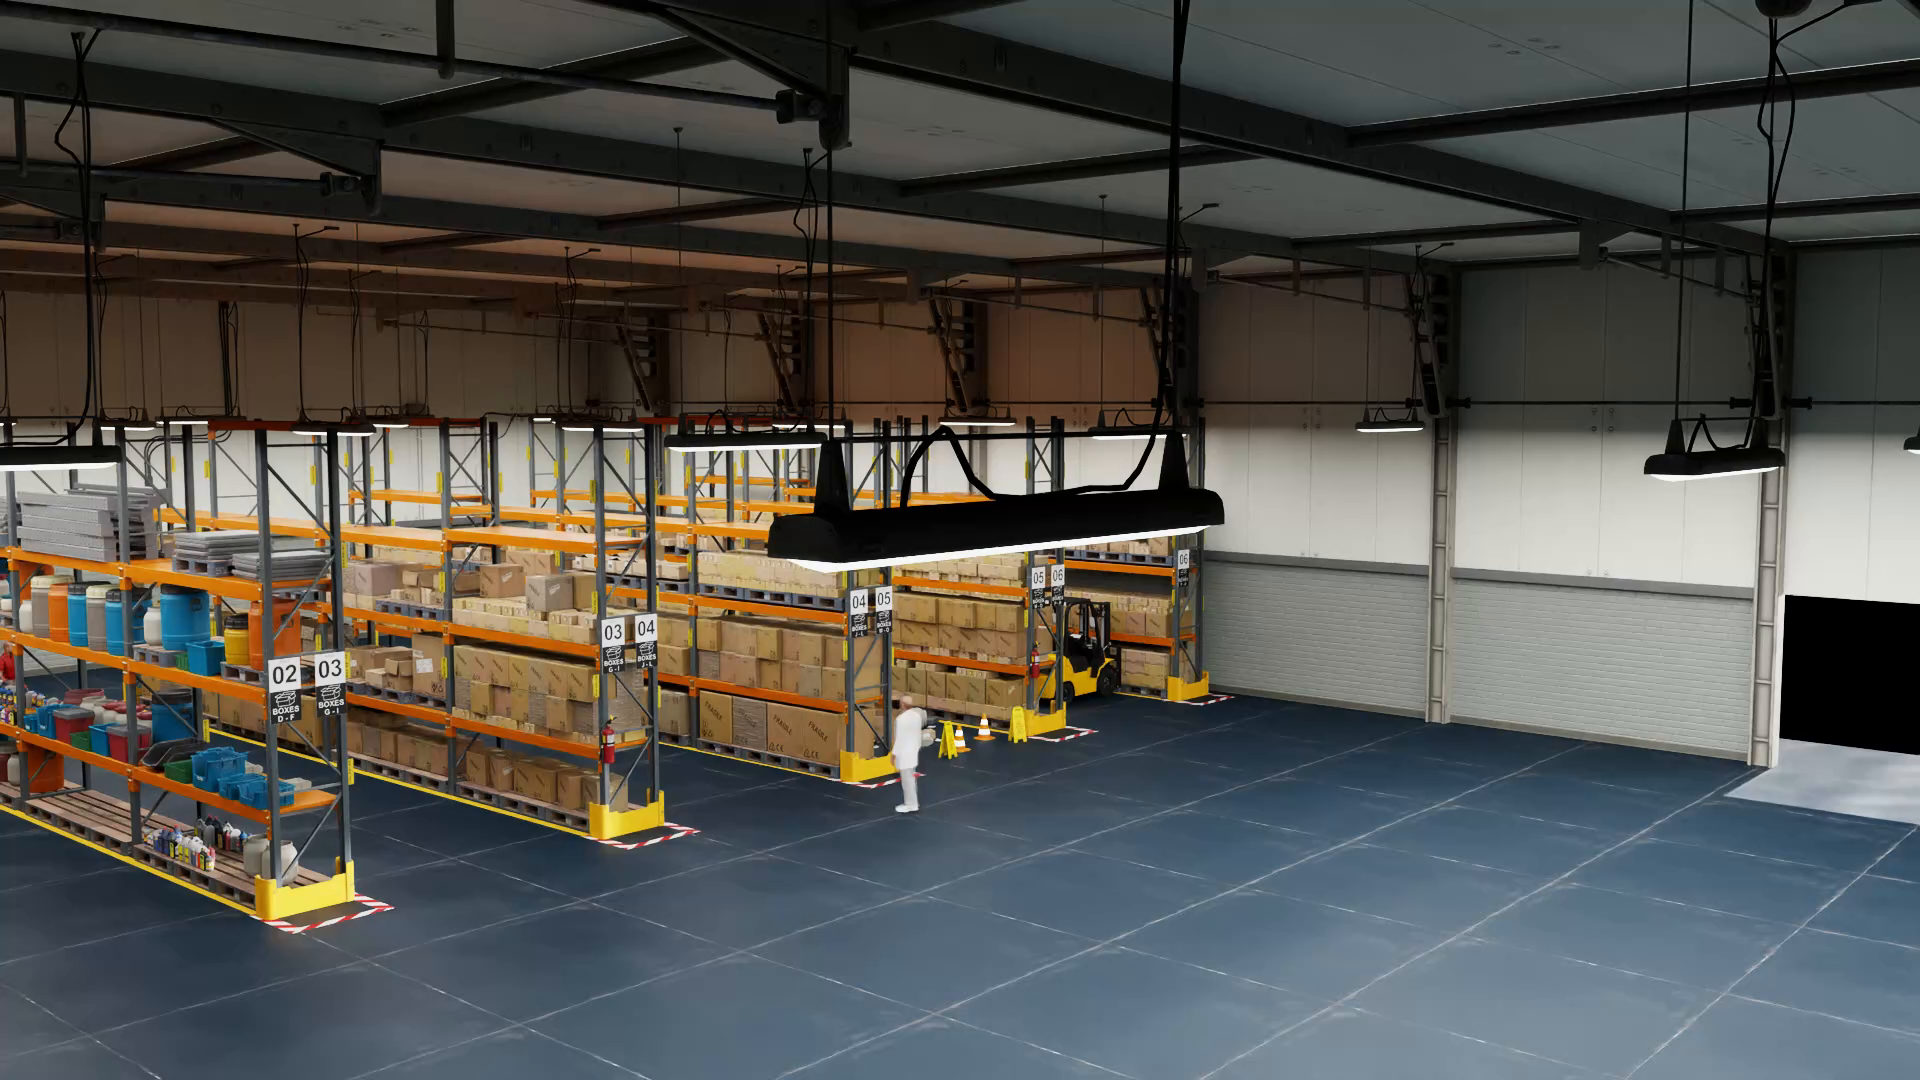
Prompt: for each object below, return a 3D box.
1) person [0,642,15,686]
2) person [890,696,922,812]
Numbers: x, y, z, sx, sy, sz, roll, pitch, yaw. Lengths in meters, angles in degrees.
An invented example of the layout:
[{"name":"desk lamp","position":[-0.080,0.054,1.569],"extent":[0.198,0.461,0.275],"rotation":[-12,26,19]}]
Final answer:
[{"name":"person","position":[-18.438,2.802,32.227],"extent":[1.060,1.660,0.476],"rotation":[4,6,40]},{"name":"person","position":[-0.819,3.313,25.737],"extent":[0.428,1.814,0.656],"rotation":[2,5,27]}]
